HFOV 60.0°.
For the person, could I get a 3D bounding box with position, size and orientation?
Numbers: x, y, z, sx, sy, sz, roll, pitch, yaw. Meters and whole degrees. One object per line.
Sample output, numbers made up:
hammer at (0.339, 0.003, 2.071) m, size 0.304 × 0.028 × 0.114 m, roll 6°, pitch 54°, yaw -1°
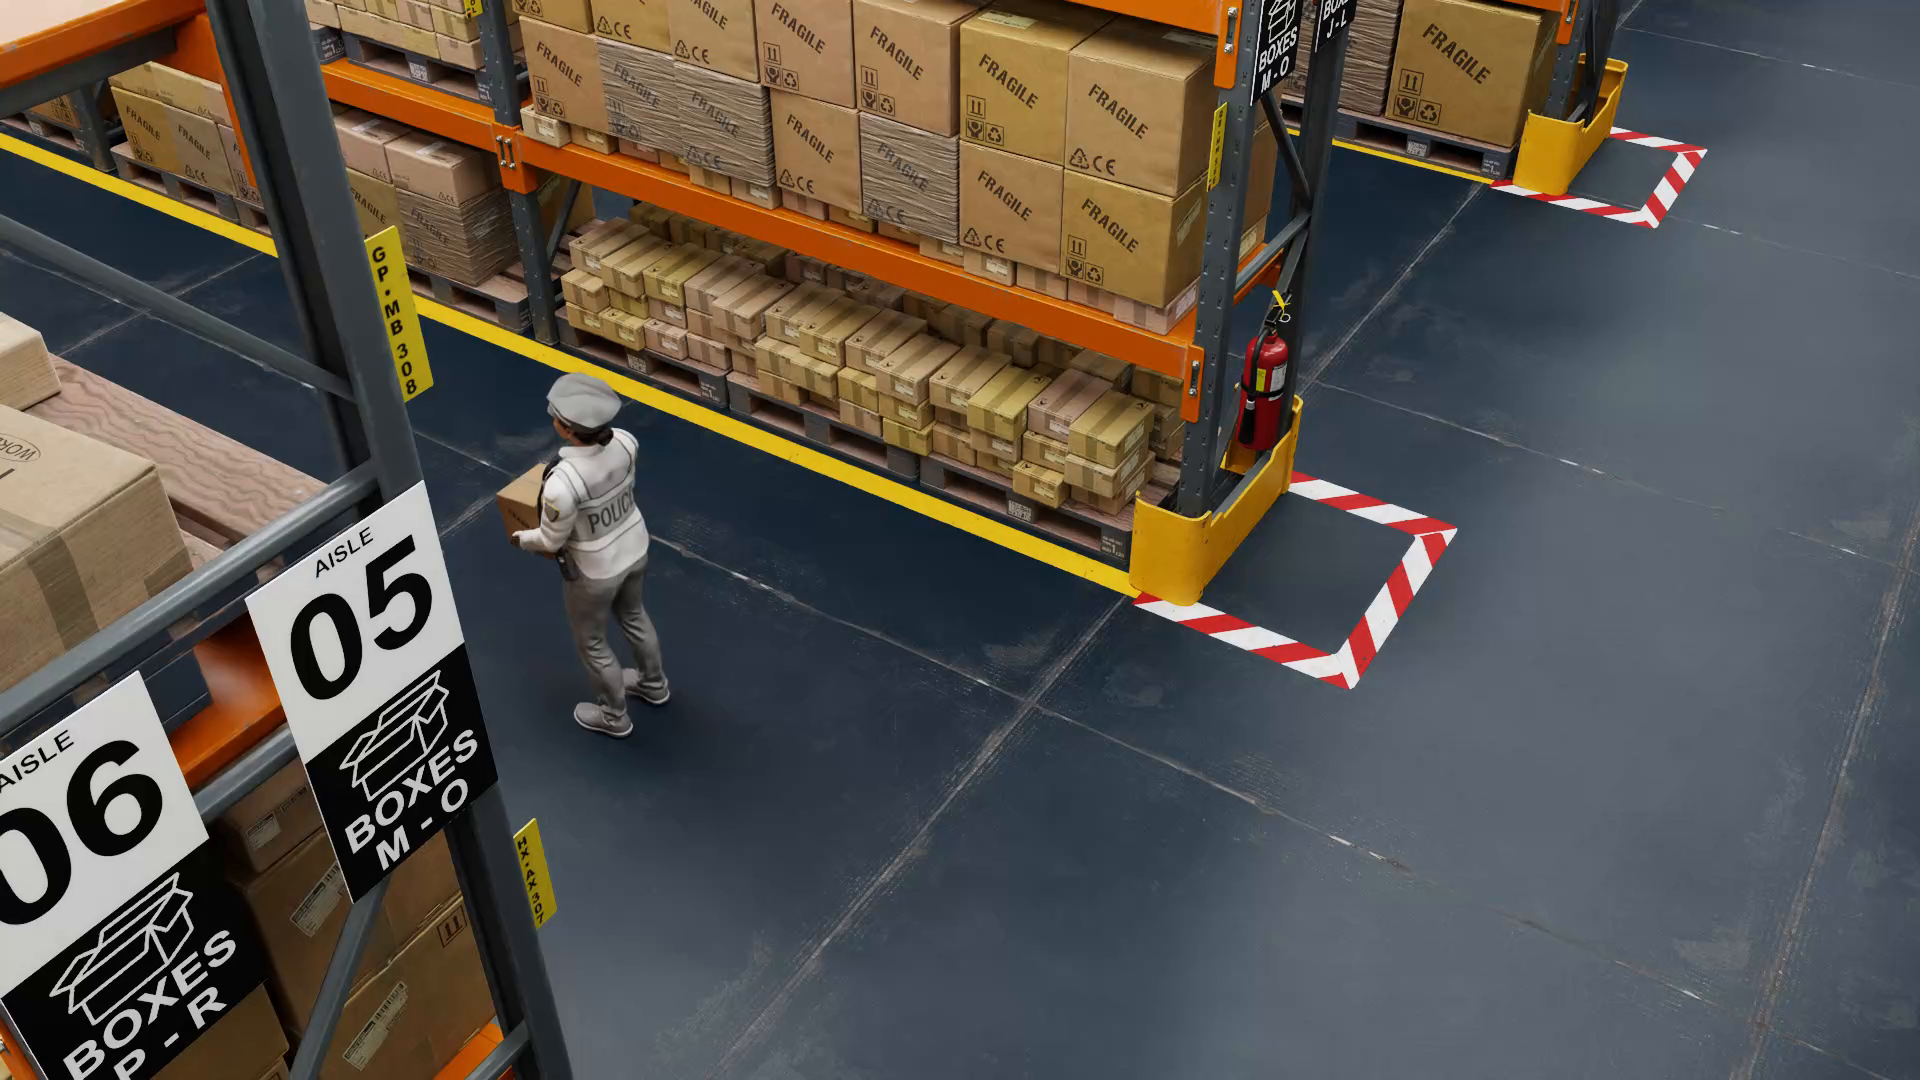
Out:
person at (-1.478, 0.050, 6.591) m, size 0.517 × 1.692 × 0.482 m, roll 21°, pitch 43°, yaw 25°
